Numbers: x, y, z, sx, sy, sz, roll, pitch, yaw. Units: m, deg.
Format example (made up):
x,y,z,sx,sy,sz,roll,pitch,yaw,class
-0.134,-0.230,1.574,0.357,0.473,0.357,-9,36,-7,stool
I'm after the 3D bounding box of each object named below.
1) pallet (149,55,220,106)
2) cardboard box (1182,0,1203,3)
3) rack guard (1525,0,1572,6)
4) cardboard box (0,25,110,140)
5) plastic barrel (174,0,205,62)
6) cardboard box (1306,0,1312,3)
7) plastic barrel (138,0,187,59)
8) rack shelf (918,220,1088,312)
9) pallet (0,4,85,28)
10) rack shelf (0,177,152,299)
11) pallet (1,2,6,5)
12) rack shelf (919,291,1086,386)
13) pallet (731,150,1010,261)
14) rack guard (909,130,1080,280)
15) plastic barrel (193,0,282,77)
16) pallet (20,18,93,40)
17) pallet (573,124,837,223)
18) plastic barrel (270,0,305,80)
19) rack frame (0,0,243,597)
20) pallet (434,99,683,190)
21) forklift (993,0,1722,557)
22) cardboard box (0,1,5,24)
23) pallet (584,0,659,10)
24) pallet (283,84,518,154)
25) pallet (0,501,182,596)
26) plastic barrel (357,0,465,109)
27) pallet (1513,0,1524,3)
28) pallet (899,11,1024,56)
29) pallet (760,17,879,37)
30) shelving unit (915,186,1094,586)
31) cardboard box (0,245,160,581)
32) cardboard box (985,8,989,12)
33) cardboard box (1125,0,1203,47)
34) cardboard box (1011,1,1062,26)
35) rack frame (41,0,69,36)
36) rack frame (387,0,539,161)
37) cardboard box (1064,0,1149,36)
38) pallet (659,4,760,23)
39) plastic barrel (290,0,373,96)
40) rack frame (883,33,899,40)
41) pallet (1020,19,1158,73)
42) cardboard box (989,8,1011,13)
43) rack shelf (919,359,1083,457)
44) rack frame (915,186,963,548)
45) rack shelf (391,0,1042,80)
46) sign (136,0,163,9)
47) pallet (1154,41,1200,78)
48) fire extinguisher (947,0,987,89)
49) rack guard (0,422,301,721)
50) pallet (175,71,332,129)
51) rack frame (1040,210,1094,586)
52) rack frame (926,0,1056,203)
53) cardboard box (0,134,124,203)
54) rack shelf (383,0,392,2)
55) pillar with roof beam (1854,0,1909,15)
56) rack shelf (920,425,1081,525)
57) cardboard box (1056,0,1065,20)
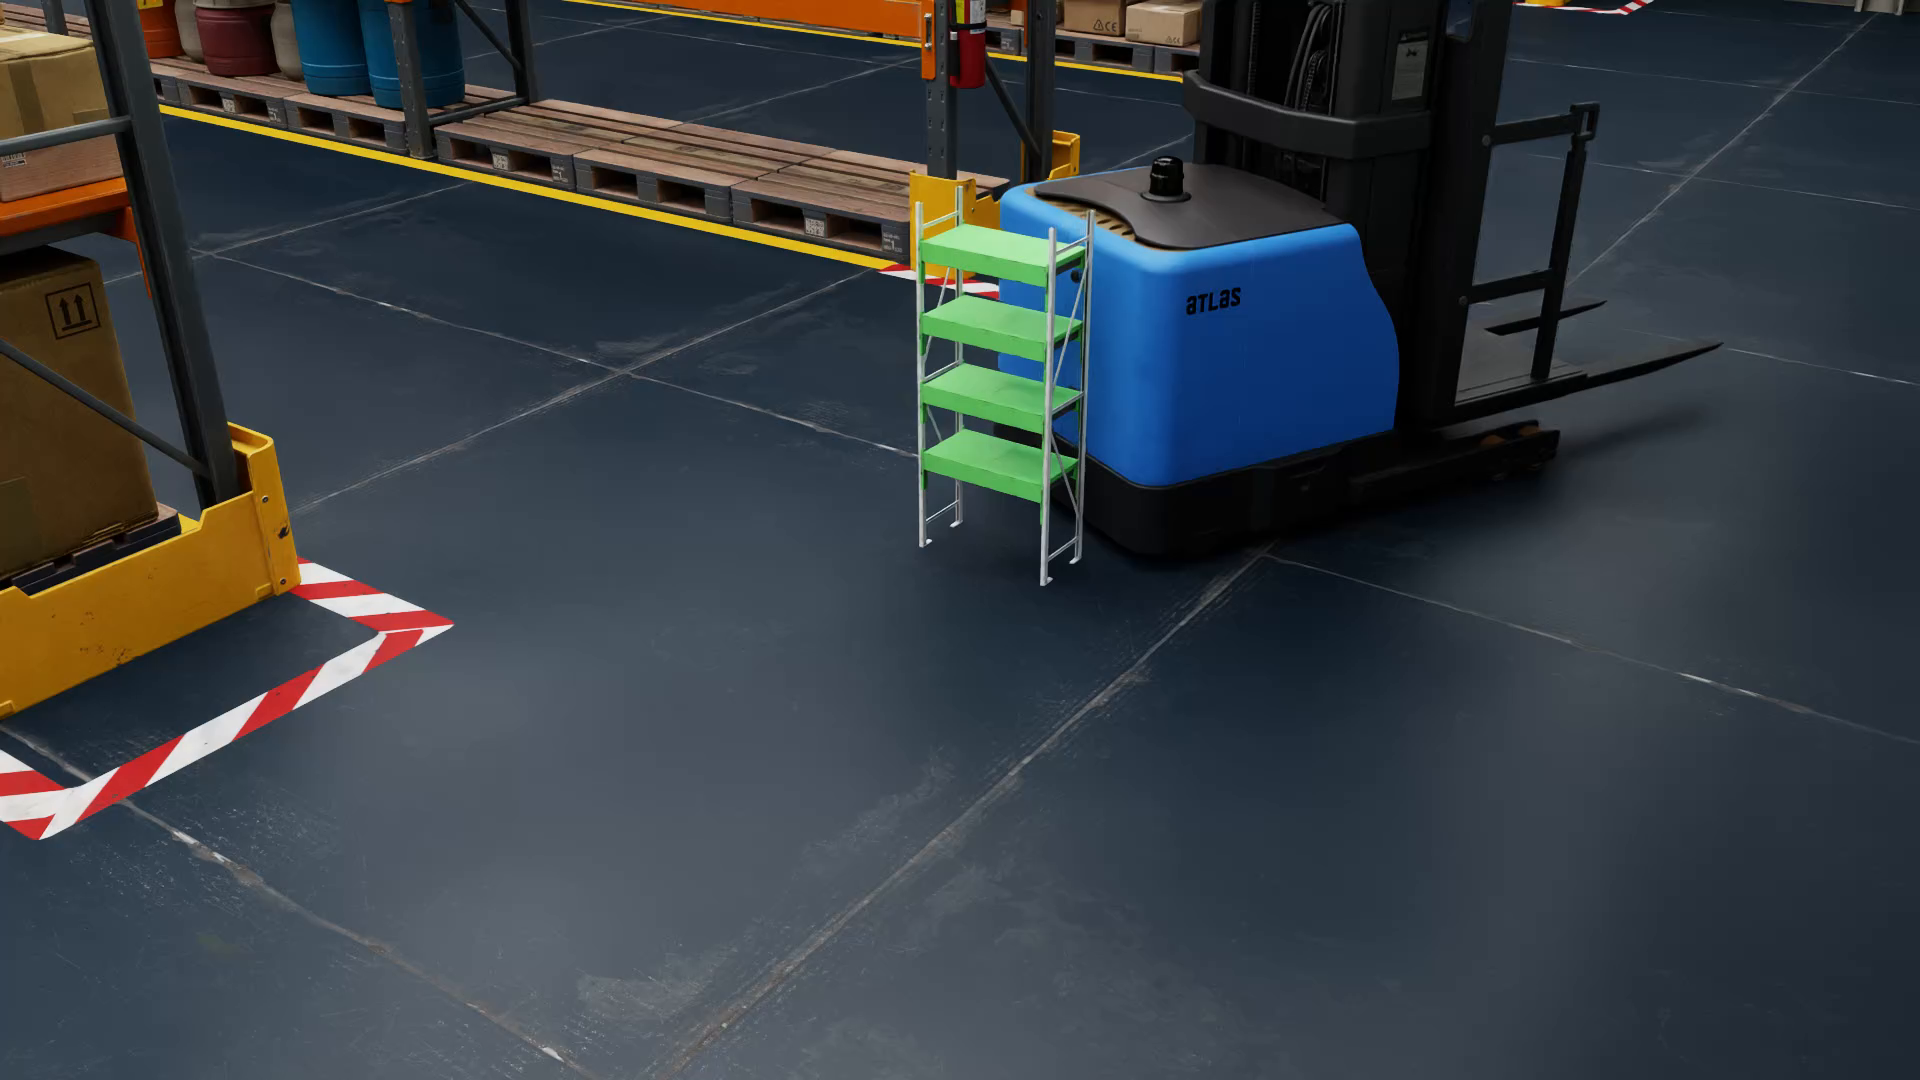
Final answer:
x,y,z,sx,sy,sz,roll,pitch,yaw,class
-5.753,-3.510,12.414,1.213,0.211,1.003,17,32,30,pallet
1.863,-4.209,13.260,0.500,0.250,0.500,17,32,30,cardboard box
5.797,-5.469,15.945,0.348,0.500,1.175,17,32,30,rack guard
-2.879,-1.323,4.881,0.500,0.250,0.500,16,31,29,cardboard box
-5.498,-3.787,12.164,0.421,0.512,0.421,0,27,0,plastic barrel
2.388,-3.866,12.310,0.500,0.500,0.500,17,32,30,cardboard box
-6.014,-4.040,12.311,0.708,0.830,0.600,17,32,30,plastic barrel
0.136,-0.863,5.206,0.480,0.148,0.258,17,32,30,rack shelf
-8.045,-4.224,13.817,1.213,0.211,1.003,17,32,30,pallet
-4.285,-1.226,5.646,4.000,0.370,1.077,17,32,30,rack shelf
-9.054,-4.537,14.432,1.213,0.211,1.003,17,32,30,pallet
0.136,-0.649,5.314,0.480,0.148,0.258,17,32,30,rack shelf
-0.490,-1.869,9.189,1.213,0.211,1.003,17,32,30,pallet
0.195,-1.770,8.676,0.348,0.500,1.175,17,32,30,rack guard
-5.083,-3.643,11.796,0.708,0.588,0.600,17,32,30,plastic barrel
-7.043,-3.910,13.201,1.213,0.211,1.003,17,32,30,pallet
-1.492,-2.182,9.805,1.213,0.211,1.003,17,32,30,pallet
-4.567,-3.497,11.594,0.421,0.512,0.421,0,27,0,plastic barrel
-2.636,-1.033,4.473,0.127,3.000,1.000,17,32,30,rack frame
-2.501,-2.495,10.420,1.213,0.211,1.003,17,32,30,pallet
1.664,-1.719,5.897,3.031,2.935,1.130,-14,30,-26,forklift
-3.291,-1.786,4.963,0.500,0.500,0.500,16,31,29,cardboard box
-3.025,-5.342,16.014,1.213,0.211,1.003,17,32,30,pallet
-3.742,-2.883,11.183,1.213,0.211,1.003,17,32,30,pallet
-3.340,0.033,5.452,1.213,0.211,1.003,17,32,30,pallet
-3.568,-3.310,10.798,0.708,0.901,0.600,17,32,30,plastic barrel
5.073,-5.522,16.369,1.213,0.211,1.003,17,32,30,pallet
0.244,-4.344,14.053,1.213,0.211,1.003,17,32,30,pallet
-1.014,-4.715,14.783,1.213,0.211,1.003,17,32,30,pallet
0.136,-0.492,5.394,0.503,1.200,0.258,17,32,30,shelving unit
-3.209,-0.408,5.124,0.875,0.875,0.875,17,32,30,cardboard box
-0.098,-4.572,13.907,0.500,0.311,0.500,17,32,30,cardboard box
1.622,-4.009,12.868,0.500,0.250,0.500,17,32,30,cardboard box
0.620,-4.290,13.510,0.250,0.166,0.380,17,32,30,cardboard box
-6.427,-4.939,12.149,0.127,3.000,1.000,17,32,30,rack frame
-3.129,-3.912,10.130,0.127,3.000,1.000,17,32,30,rack frame
1.230,-4.366,13.290,0.637,0.503,0.797,17,32,30,cardboard box
-2.024,-5.028,15.398,1.213,0.211,1.003,17,32,30,pallet
-4.152,-3.492,11.155,0.708,0.901,0.600,17,32,30,plastic barrel
-0.322,-5.763,13.767,0.127,3.000,1.000,17,32,30,rack frame
1.253,-4.031,13.438,1.213,0.211,1.003,17,32,30,pallet
0.308,-4.805,14.155,0.500,0.500,0.500,17,32,30,cardboard box
0.136,-0.435,5.423,0.480,0.148,0.258,17,32,30,rack shelf
-0.065,-0.555,5.517,0.015,1.200,0.240,17,32,30,rack frame
-1.481,-3.078,9.284,4.000,0.370,1.077,17,32,30,rack shelf
-2.317,-1.661,4.664,0.005,0.325,0.100,17,32,30,sign
2.255,-3.717,12.822,1.213,0.211,1.003,17,32,30,pallet
0.035,-2.476,7.804,0.183,0.674,0.296,17,32,30,fire extinguisher
-2.617,0.087,5.028,0.348,0.500,1.175,17,32,30,rack guard
-4.752,-3.196,11.798,1.213,0.211,1.003,17,32,30,pallet
0.338,-0.430,5.271,0.015,1.200,0.240,17,32,30,rack frame
0.168,-2.885,8.112,0.127,3.000,1.000,17,32,30,rack frame
-2.742,-1.136,4.952,0.250,0.149,0.380,18,32,31,cardboard box
-4.778,-4.105,11.303,4.000,0.370,1.077,17,32,30,rack shelf
6.055,-7.283,10.140,0.400,9.000,9.100,17,32,30,pillar with roof beam
0.136,-0.221,5.532,0.480,0.148,0.258,17,32,30,rack shelf
0.927,-4.528,13.820,0.500,0.311,0.500,17,32,30,cardboard box
